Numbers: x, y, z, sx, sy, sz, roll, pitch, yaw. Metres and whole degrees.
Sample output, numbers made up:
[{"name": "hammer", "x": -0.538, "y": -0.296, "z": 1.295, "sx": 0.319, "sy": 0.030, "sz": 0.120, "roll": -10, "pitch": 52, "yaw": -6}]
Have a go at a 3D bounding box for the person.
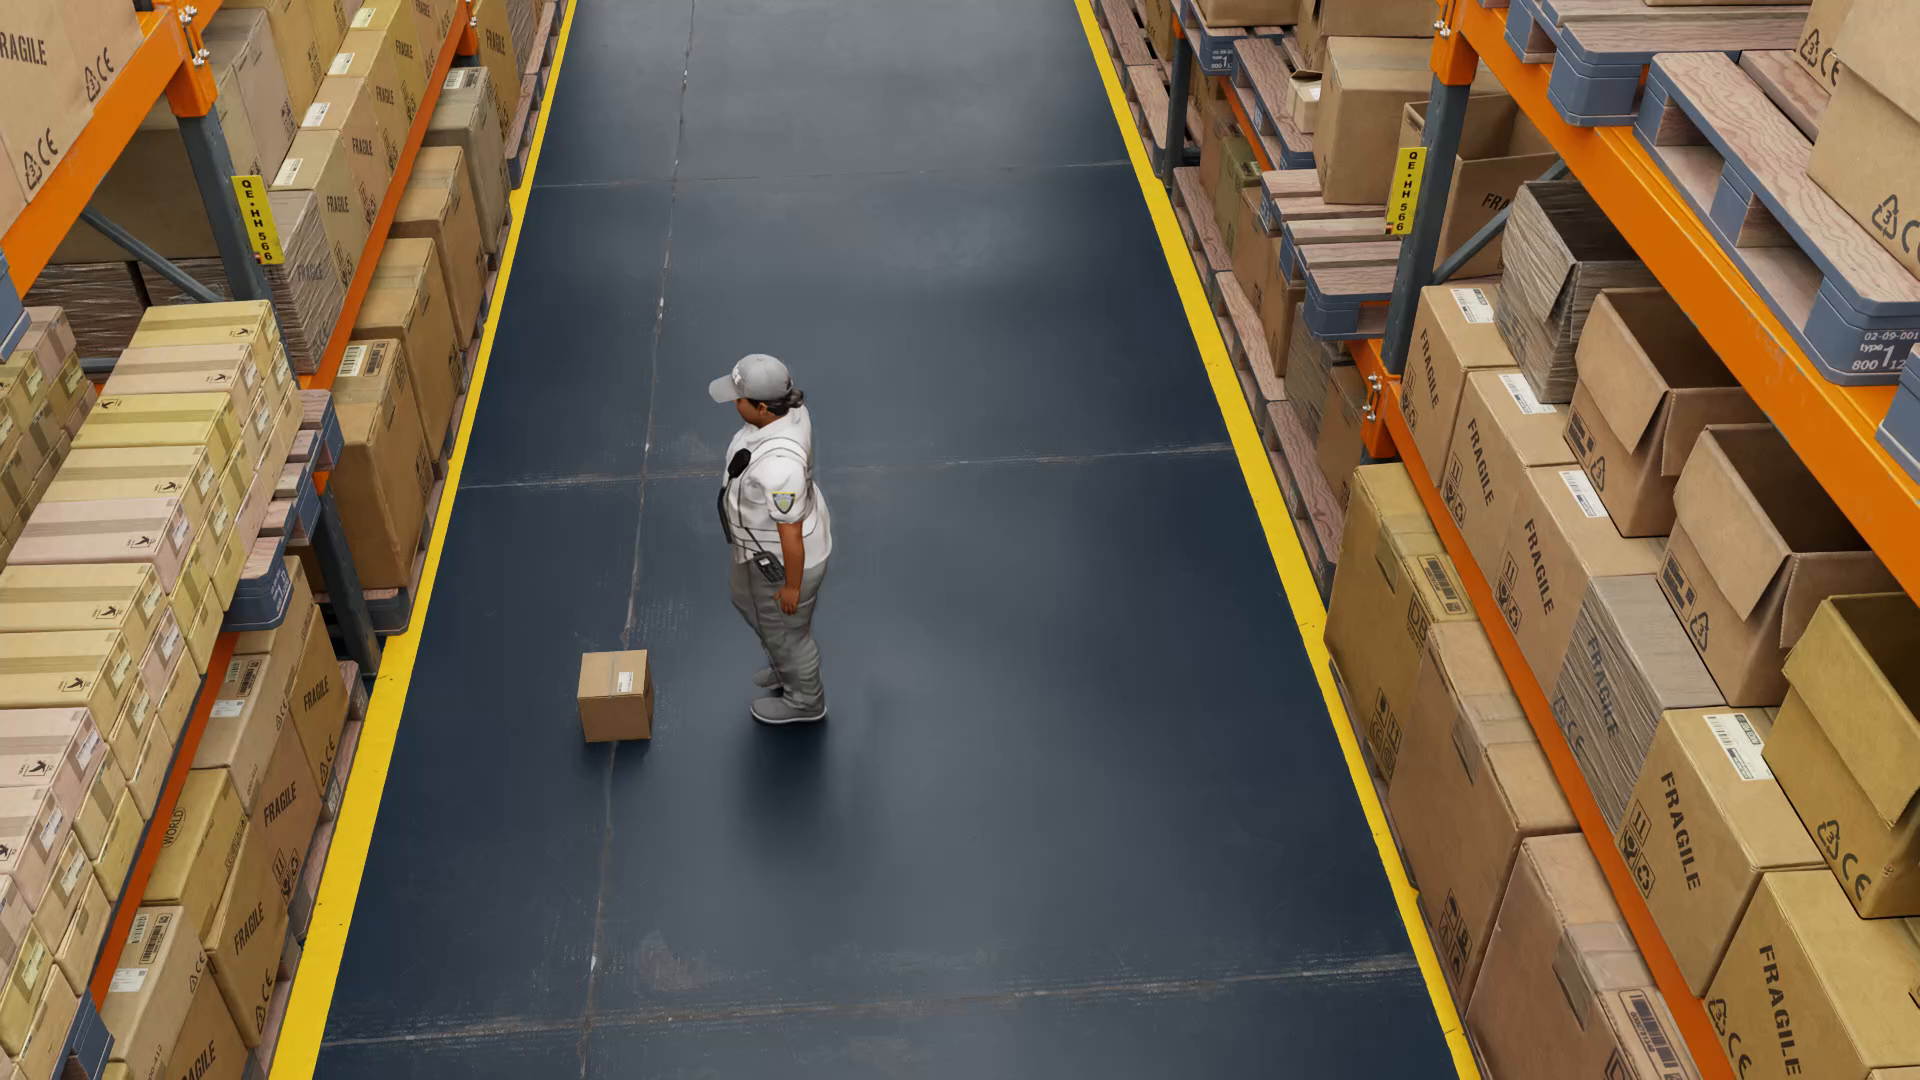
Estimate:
[{"name": "person", "x": -0.675, "y": 0.051, "z": 6.119, "sx": 0.416, "sy": 1.716, "sz": 0.495, "roll": -3, "pitch": 39, "yaw": -3}]
